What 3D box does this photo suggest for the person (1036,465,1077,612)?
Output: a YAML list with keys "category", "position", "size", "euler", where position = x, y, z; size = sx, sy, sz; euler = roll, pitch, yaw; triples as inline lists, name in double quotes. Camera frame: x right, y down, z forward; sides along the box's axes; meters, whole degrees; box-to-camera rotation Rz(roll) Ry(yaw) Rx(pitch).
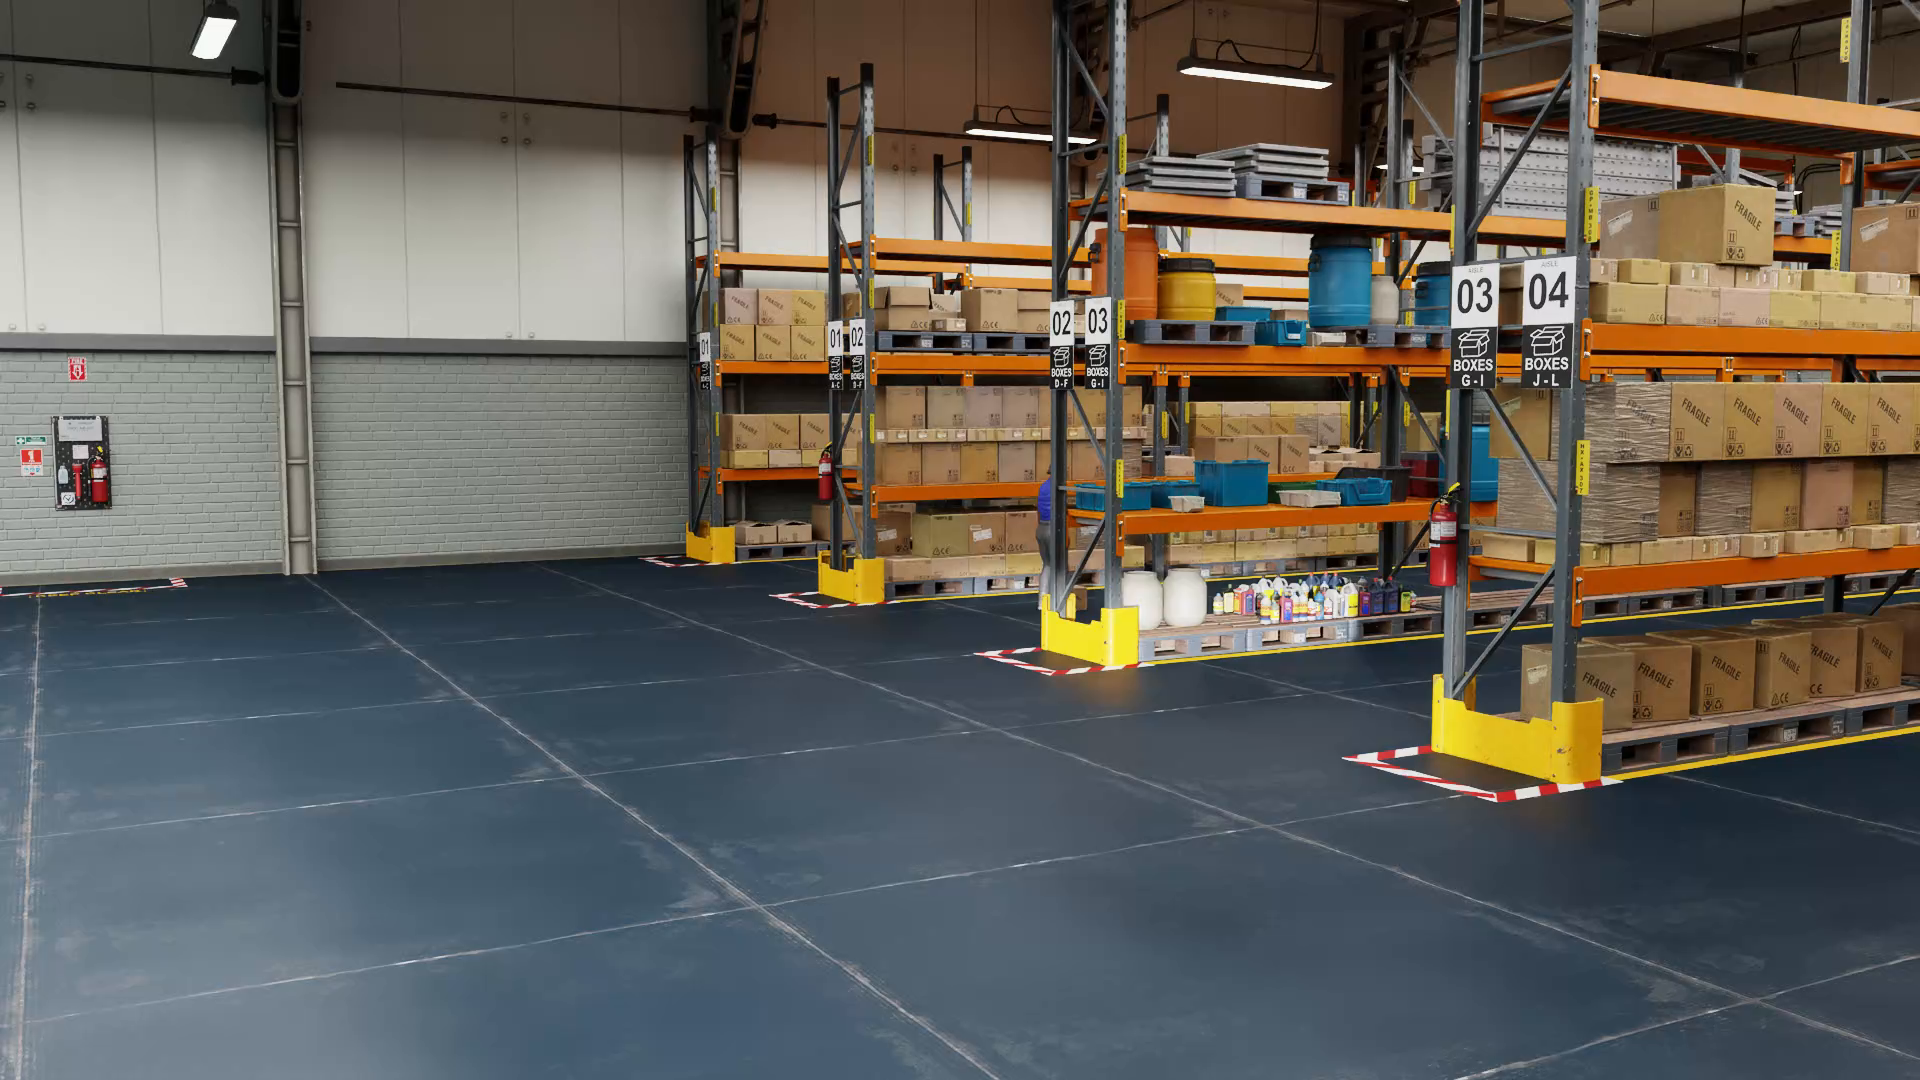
- category: "person"
  position: [1.024, -0.048, 18.086]
  size: [0.346, 1.650, 0.506]
  euler: [-3, 6, -28]
